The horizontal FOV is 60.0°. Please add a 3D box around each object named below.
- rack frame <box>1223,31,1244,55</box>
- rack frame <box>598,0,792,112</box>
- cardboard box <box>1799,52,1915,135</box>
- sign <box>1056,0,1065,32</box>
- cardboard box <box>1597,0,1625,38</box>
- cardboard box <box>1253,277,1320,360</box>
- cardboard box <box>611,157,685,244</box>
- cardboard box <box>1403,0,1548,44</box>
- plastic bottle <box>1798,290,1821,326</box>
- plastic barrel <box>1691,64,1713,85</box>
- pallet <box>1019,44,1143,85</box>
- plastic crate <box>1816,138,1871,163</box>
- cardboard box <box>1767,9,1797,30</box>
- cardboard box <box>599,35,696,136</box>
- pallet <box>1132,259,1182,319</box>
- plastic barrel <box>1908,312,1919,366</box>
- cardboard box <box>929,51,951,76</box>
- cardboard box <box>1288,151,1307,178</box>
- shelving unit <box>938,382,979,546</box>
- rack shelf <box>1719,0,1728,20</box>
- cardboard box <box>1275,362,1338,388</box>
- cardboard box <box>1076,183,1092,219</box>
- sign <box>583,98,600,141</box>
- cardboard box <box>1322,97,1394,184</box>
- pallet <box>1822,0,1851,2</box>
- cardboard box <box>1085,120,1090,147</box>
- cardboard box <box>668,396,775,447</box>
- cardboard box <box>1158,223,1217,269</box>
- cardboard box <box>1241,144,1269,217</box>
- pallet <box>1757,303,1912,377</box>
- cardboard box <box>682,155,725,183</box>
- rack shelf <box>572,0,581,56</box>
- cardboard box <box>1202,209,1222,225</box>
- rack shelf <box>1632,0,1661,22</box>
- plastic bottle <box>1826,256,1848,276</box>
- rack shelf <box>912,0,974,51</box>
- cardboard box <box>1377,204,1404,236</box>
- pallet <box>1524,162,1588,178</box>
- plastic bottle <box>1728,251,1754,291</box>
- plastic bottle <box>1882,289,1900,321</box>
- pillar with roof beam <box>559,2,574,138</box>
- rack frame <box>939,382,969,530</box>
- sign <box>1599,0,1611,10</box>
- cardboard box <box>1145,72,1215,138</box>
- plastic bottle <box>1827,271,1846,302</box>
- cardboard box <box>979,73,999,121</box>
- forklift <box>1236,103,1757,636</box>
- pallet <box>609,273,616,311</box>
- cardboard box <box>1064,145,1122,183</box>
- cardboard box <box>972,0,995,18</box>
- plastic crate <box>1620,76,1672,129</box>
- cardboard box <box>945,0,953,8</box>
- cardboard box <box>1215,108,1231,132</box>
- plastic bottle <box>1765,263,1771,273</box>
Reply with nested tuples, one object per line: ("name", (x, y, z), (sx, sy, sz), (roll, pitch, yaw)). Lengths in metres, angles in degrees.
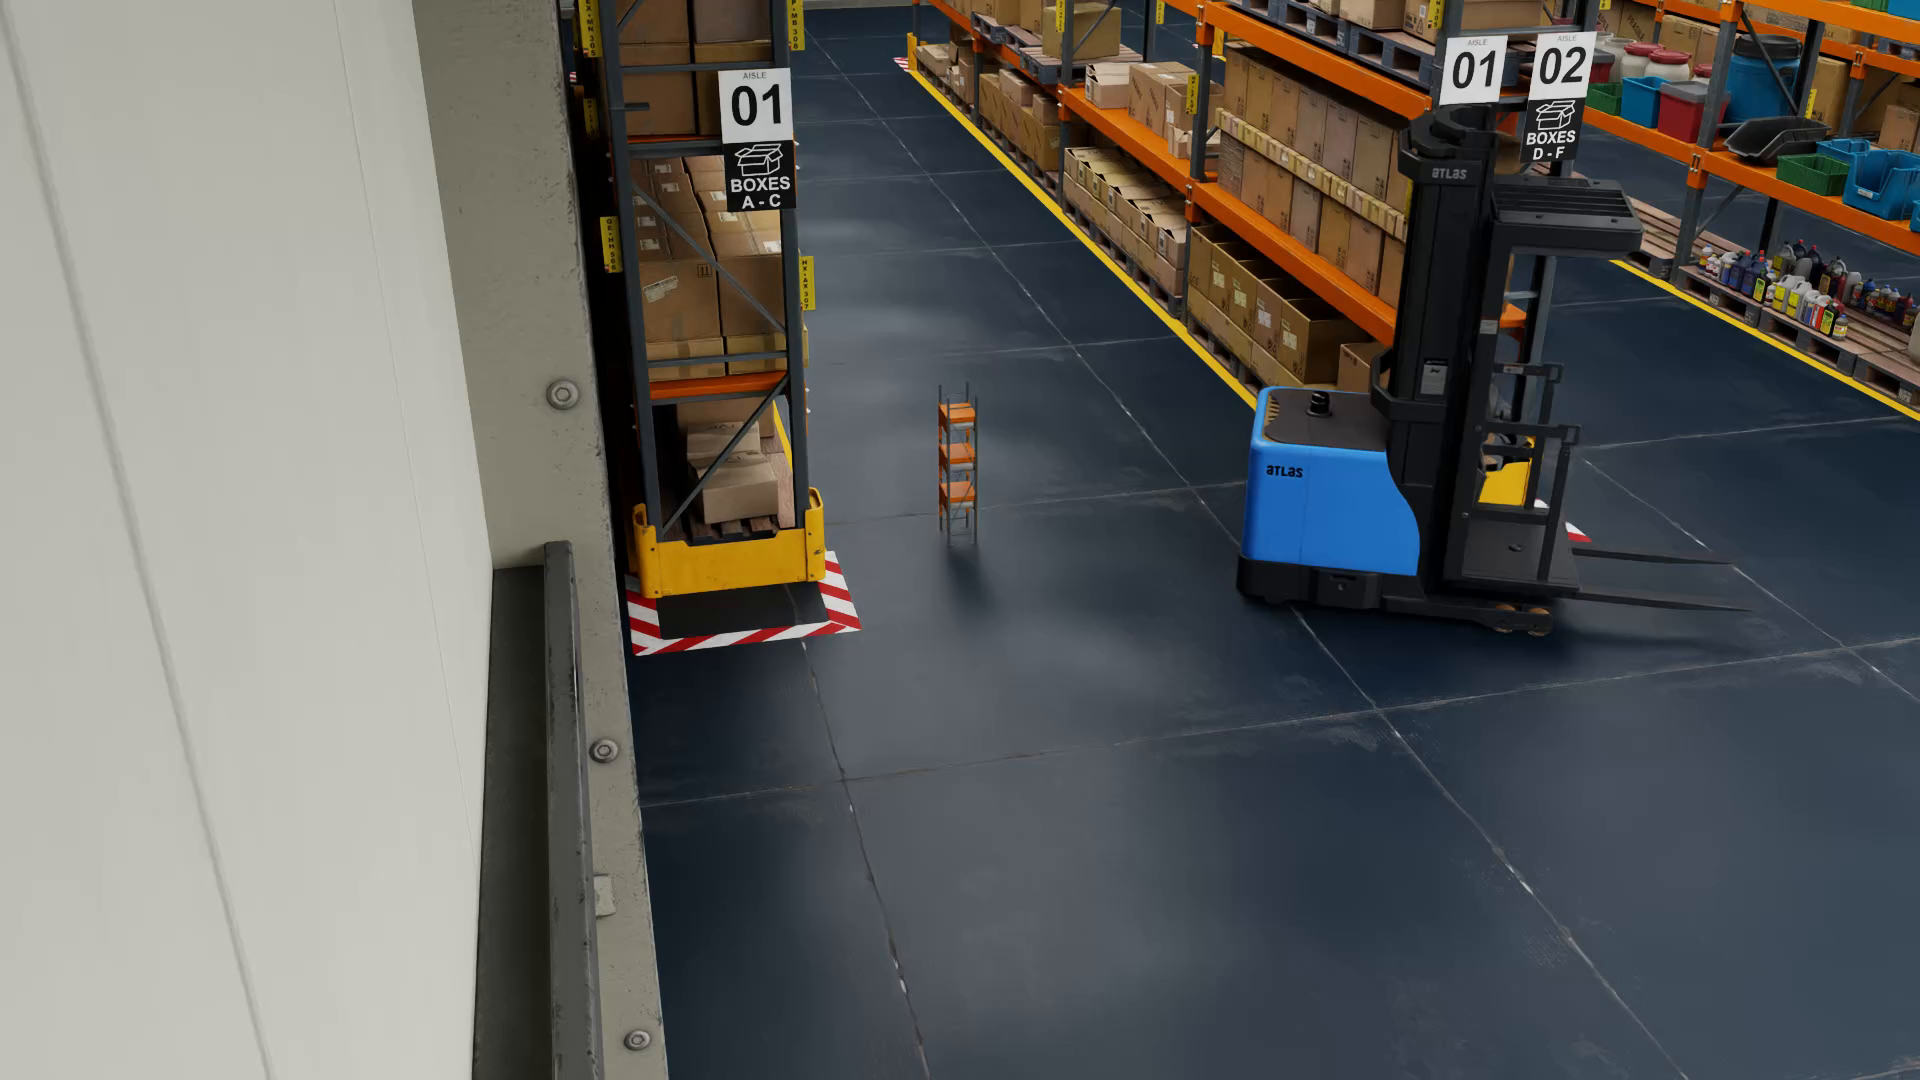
("rack frame", (4.609, -9.100, 25.796), (1.000, 3.000, 0.127), (-6, 27, -12))
("rack frame", (-1.437, -3.748, 8.535), (1.000, 3.000, 0.127), (-6, 27, -12))
("cardboard box", (11.102, -5.635, 20.823), (1.225, 0.875, 0.875), (-7, 28, -14))
("sign", (1.059, -5.508, 17.484), (0.100, 0.325, 0.005), (-6, 27, -12))
("cardboard box", (10.063, -7.778, 25.070), (0.875, 0.875, 0.875), (-6, 27, -12))
("cardboard box", (2.626, -1.731, 12.951), (0.500, 0.500, 0.500), (-6, 27, -12))
("cardboard box", (-2.216, -2.428, 11.890), (0.500, 0.500, 0.500), (-5, 27, -10))
("cardboard box", (3.263, -3.462, 10.562), (0.797, 0.503, 0.637), (-4, 27, -8))
("plastic bottle", (7.313, -1.992, 14.249), (0.152, 0.276, 0.135), (-7, 28, -13))
("plastic barrel", (7.312, -4.334, 16.204), (0.433, 0.535, 0.433), (0, 27, 0))
("pallet", (1.364, -5.291, 18.463), (1.213, 0.211, 1.003), (-6, 27, -12))
("plastic crate", (7.827, -3.307, 14.484), (0.499, 0.251, 0.616), (-6, 27, -12))
("cardboard box", (10.658, -6.774, 21.077), (0.500, 0.500, 0.500), (-7, 28, -13))
("cardboard box", (-1.778, -2.620, 9.496), (0.500, 0.500, 0.500), (-4, 27, -8))
("pallet", (2.283, -2.405, 15.627), (1.003, 0.211, 1.213), (-6, 27, -12))
("plastic barrel", (7.879, -1.654, 13.339), (0.421, 0.512, 0.421), (0, 27, 0))
("cardboard box", (-0.146, -6.861, 23.923), (0.500, 0.250, 0.500), (-6, 27, -12))
("cardboard box", (2.711, -2.847, 12.577), (0.380, 0.149, 0.250), (-6, 27, -12))
("shelving unit", (-0.012, -0.492, 10.906), (0.215, 1.050, 0.252), (-6, 27, -12))
("rack shelf", (6.863, -5.727, 16.584), (1.077, 0.370, 4.000), (-6, 27, -12))
("cardboard box", (2.741, -1.177, 12.685), (0.500, 0.250, 0.500), (-6, 27, -12))
("cardboard box", (1.531, -3.566, 17.418), (0.500, 0.250, 0.500), (-7, 28, -13))
("sign", (-2.879, -3.284, 12.990), (0.100, 0.325, 0.005), (-6, 27, -12))
("cardboard box", (3.045, -2.879, 11.921), (0.700, 0.500, 0.500), (-6, 27, -11))
("pallet", (7.571, -4.779, 14.117), (1.213, 0.211, 1.003), (-6, 27, -12))
("cardboard box", (1.638, -4.625, 19.216), (0.500, 0.500, 0.500), (-7, 28, -13))
("cardboard box", (-1.751, -1.040, 12.114), (0.700, 0.500, 0.500), (-8, 28, -15))
("cardboard box", (2.116, -2.689, 15.059), (0.500, 0.311, 0.500), (-6, 27, -12))
("cardboard box", (2.718, -2.950, 13.501), (0.700, 0.500, 0.500), (-6, 27, -12))
("pallet", (7.703, -1.751, 14.331), (1.003, 0.211, 1.213), (-6, 27, -12))
("cardboard box", (-1.710, -2.485, 12.004), (0.500, 0.500, 0.500), (-7, 28, -13))
("rack shelf", (-4.592, -6.894, 22.225), (1.077, 0.370, 4.000), (-6, 27, -12))
("cardboard box", (2.529, -2.968, 15.610), (0.500, 0.311, 0.500), (-6, 27, -12))
("rack shelf", (9.885, -8.403, 25.215), (1.077, 0.370, 4.000), (-6, 27, -12))
("plastic bottle", (7.856, -2.366, 14.906), (0.144, 0.351, 0.185), (-6, 27, -12))
("rack shelf", (0.233, -7.399, 23.225), (1.077, 0.370, 4.000), (-6, 27, -12))
("cardboard box", (3.056, -2.172, 11.239), (0.380, 0.149, 0.250), (-5, 27, -10))
("pallet", (6.549, -3.999, 18.784), (1.003, 0.211, 1.213), (-6, 27, -12))
("plastic bottle", (7.091, -2.449, 15.071), (0.144, 0.351, 0.185), (-5, 27, -10))
("plastic bottle", (8.033, -2.032, 14.333), (0.097, 0.271, 0.097), (0, 27, 0))
("pillar with roof beam", (-0.948, -9.672, 20.273), (9.100, 9.000, 0.400), (-6, 27, -12))
("rack frame", (-0.040, -0.546, 11.013), (0.200, 1.050, 0.008), (-6, 27, -12))
("sign", (3.930, -3.393, 10.102), (0.100, 0.325, 0.005), (-6, 27, -12))
("cardboard box", (2.098, -4.165, 15.908), (0.500, 0.500, 0.500), (-6, 27, -12))
("plastic bottle", (7.785, -2.253, 14.758), (0.061, 0.283, 0.133), (-6, 27, -12))
("cardboard box", (0.555, -5.686, 21.318), (0.500, 0.500, 0.500), (-7, 28, -14))
("forklift", (3.291, -0.995, 9.815), (3.031, 2.935, 1.130), (6, 27, 11))
("pallet", (-2.794, -2.459, 15.734), (1.003, 0.211, 1.213), (-6, 27, -12))
("cardboard box", (1.417, -4.037, 17.728), (0.500, 0.311, 0.500), (-5, 27, -10))
("cardboard box", (0.573, -6.844, 20.749), (0.700, 0.500, 0.500), (-16, 31, -29))
("plastic crate", (6.762, -4.277, 16.259), (0.392, 0.384, 0.575), (-6, 27, -12))
("cardboard box", (0.086, -7.532, 22.579), (0.500, 0.500, 0.500), (-5, 27, -10))
("cardboard box", (2.359, -3.527, 13.924), (0.380, 0.149, 0.250), (-6, 27, -12))
("plastic bottle", (7.241, -2.362, 14.987), (0.097, 0.271, 0.097), (0, 27, 0))
